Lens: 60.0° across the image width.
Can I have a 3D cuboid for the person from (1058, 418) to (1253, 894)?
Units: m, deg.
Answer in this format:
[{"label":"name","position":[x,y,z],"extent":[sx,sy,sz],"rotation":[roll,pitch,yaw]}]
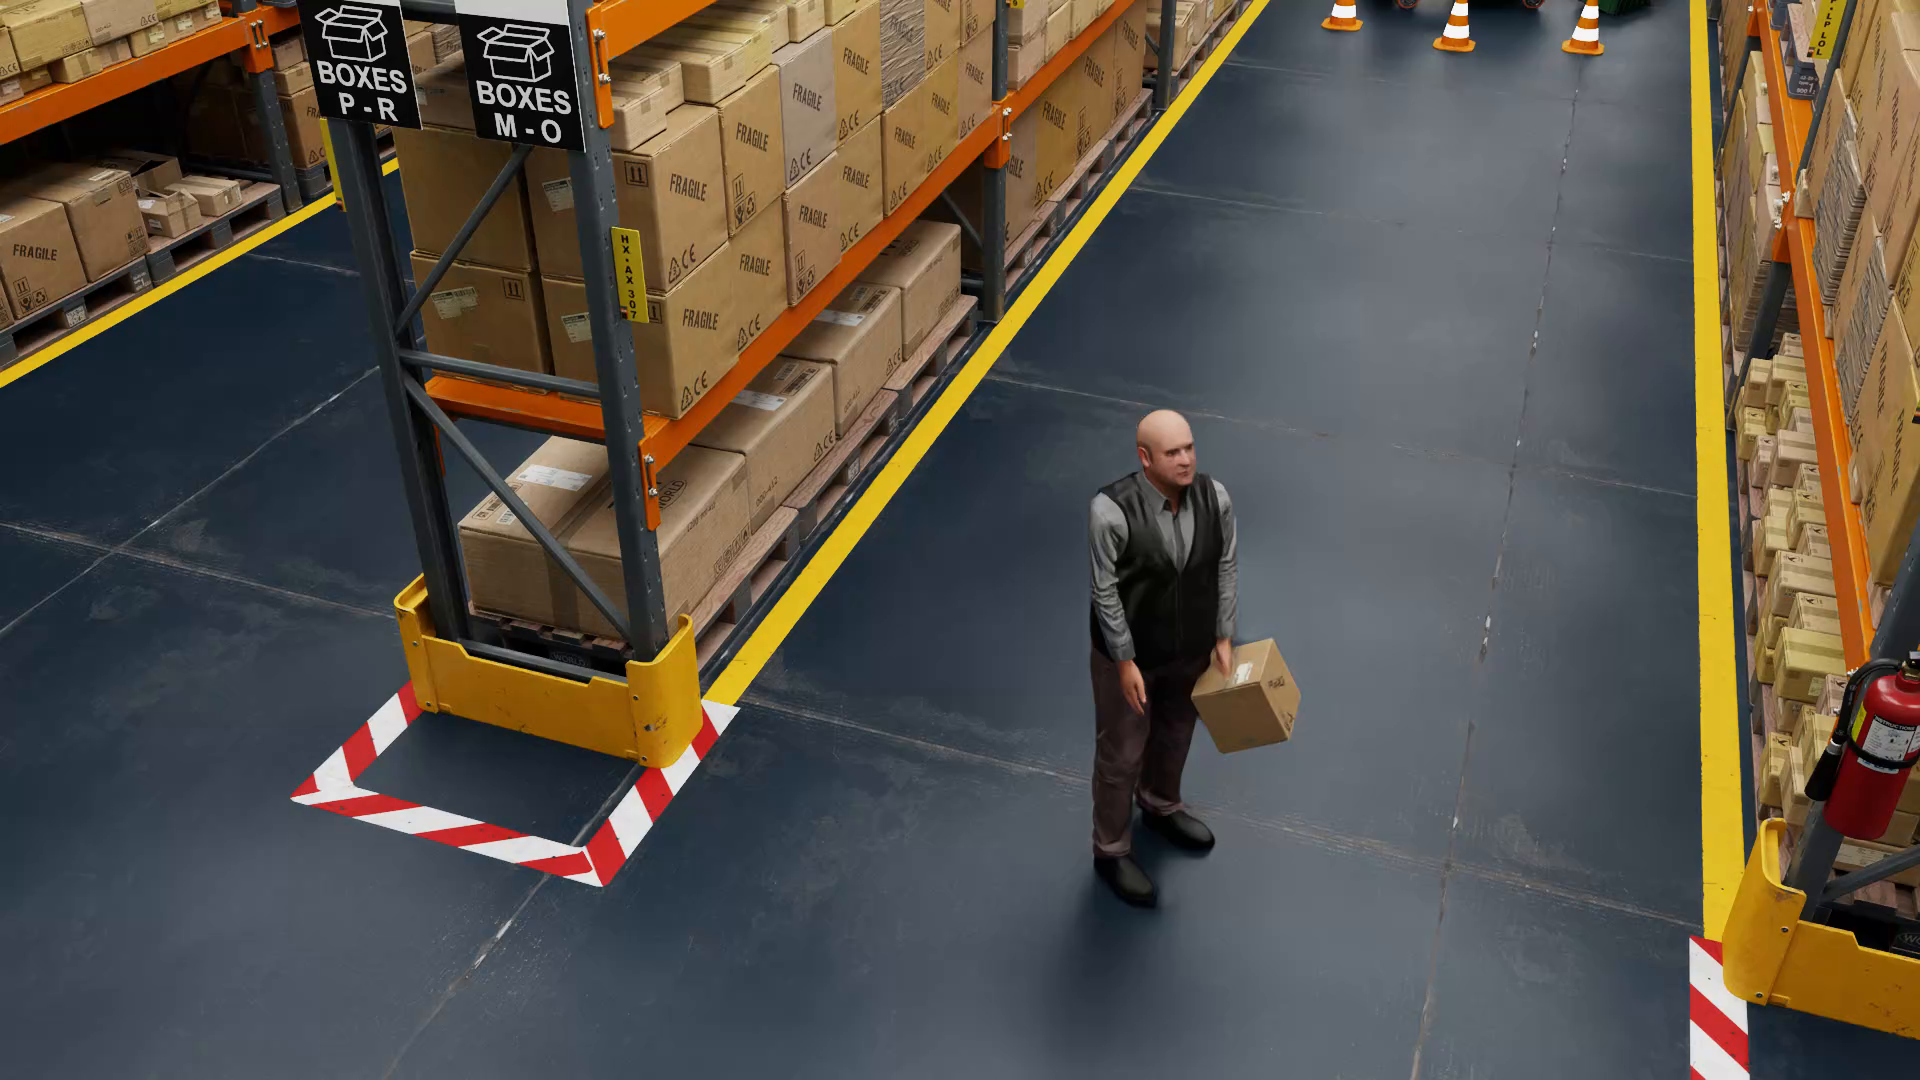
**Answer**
[{"label":"person","position":[0.636,0.401,5.503],"extent":[0.613,1.723,0.553],"rotation":[5,33,7]}]
